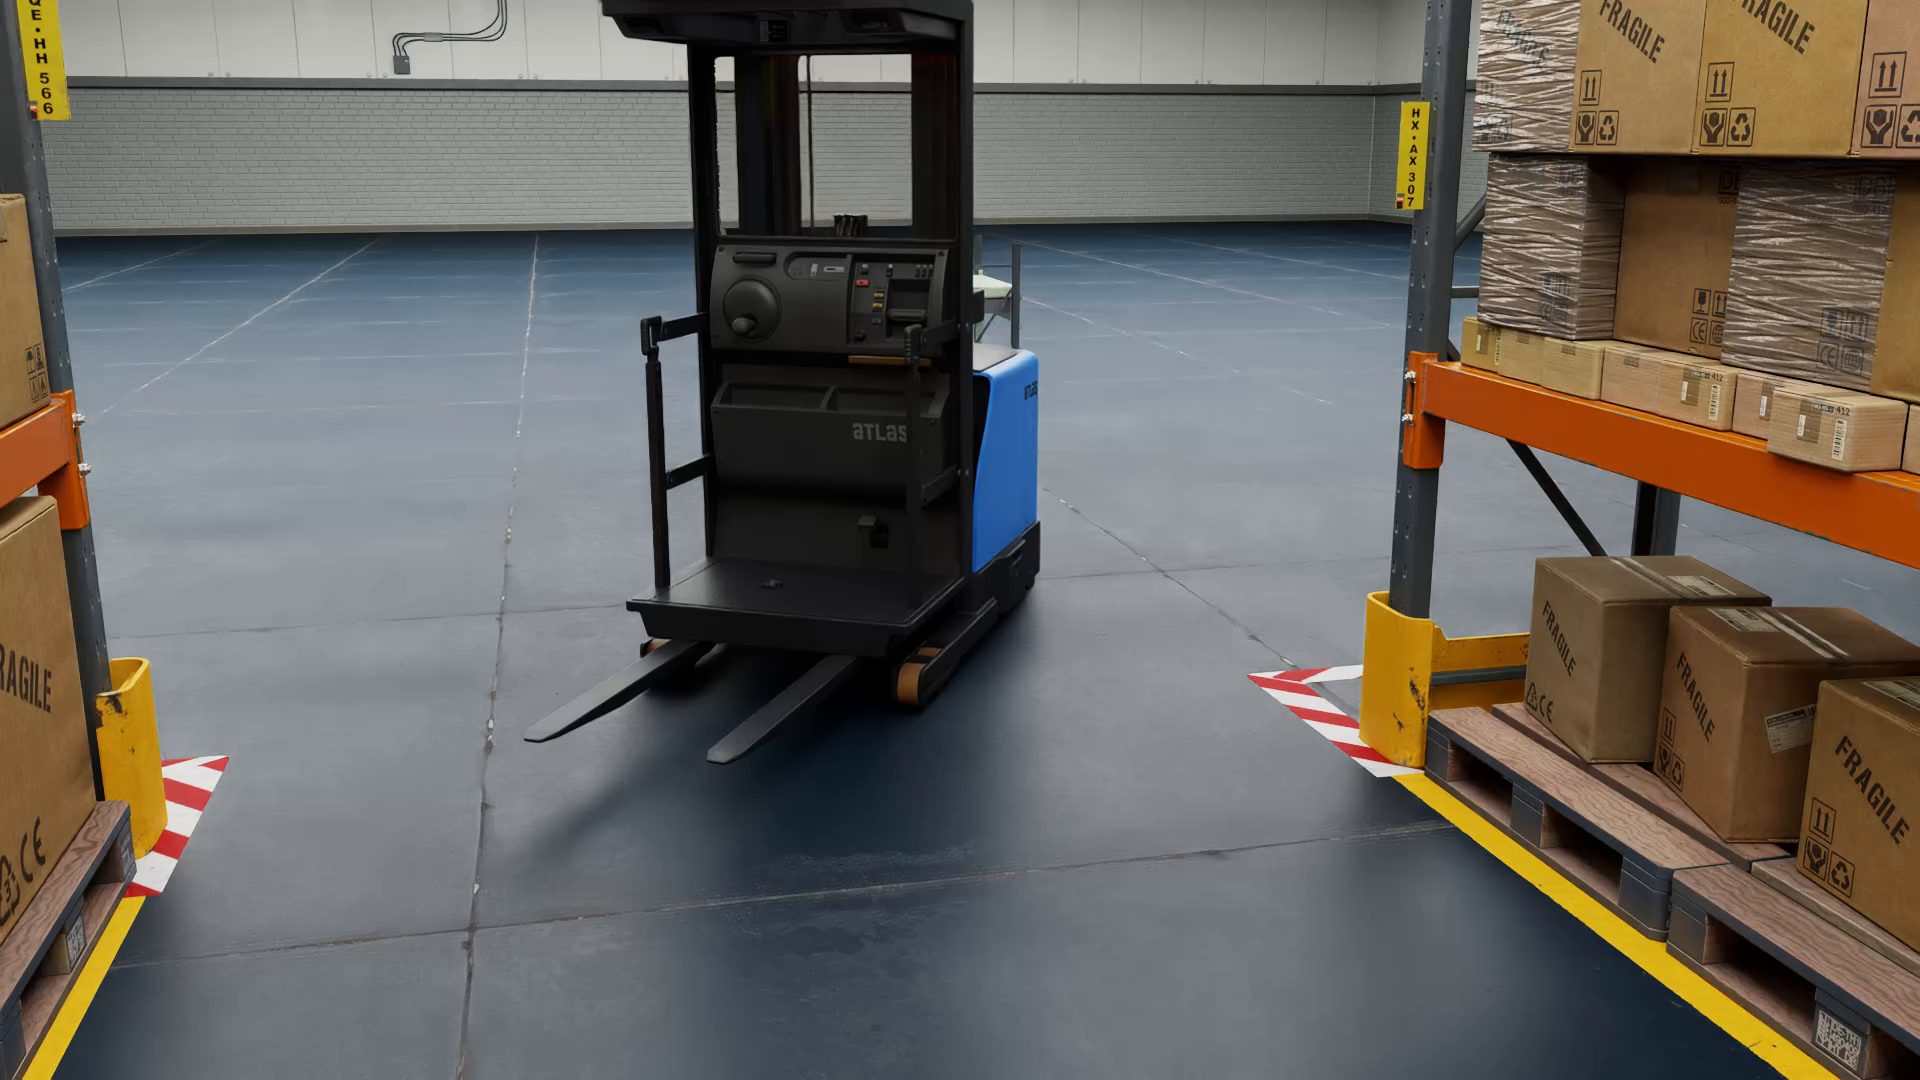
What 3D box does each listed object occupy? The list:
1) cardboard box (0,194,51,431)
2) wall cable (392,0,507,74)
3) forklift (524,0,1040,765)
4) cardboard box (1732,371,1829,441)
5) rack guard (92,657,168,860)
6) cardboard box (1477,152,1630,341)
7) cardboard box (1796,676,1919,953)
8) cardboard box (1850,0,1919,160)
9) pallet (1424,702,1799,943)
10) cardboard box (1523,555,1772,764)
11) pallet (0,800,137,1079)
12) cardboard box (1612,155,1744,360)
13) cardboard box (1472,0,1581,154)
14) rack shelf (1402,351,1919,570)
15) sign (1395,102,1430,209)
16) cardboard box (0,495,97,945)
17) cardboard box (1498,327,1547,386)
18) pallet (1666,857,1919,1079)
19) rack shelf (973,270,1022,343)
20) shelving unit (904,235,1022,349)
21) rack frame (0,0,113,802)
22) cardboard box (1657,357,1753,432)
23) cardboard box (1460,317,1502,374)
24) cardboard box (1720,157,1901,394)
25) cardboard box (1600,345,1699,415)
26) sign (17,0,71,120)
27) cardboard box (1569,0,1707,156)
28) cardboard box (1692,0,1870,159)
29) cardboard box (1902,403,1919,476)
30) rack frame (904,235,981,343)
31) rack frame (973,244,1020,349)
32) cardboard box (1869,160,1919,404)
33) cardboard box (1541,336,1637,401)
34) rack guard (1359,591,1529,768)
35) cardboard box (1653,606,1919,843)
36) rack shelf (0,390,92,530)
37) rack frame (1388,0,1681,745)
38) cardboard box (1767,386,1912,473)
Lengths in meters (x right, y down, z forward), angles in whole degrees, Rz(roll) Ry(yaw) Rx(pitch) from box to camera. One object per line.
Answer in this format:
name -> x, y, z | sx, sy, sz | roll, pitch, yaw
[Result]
cardboard box -> -2.776, -0.540, 4.002 | 0.875, 0.550, 0.550 | -3, 14, -13
wall cable -> -10.453, -12.529, 33.583 | 2.305, 6.003, 0.169 | -3, 14, -13
forklift -> -0.558, -0.925, 6.039 | 1.130, 2.935, 3.031 | 4, 14, 17
cardboard box -> 2.073, -0.315, 3.924 | 0.380, 0.149, 0.250 | -3, 14, -13
rack guard -> -2.913, 0.658, 4.679 | 1.175, 0.500, 0.348 | -3, 14, -13
cardboard box -> 2.040, -0.868, 4.823 | 0.875, 0.500, 0.500 | -3, 14, -13
cardboard box -> 2.370, 0.633, 3.897 | 0.500, 0.500, 0.500 | -2, 14, -8
cardboard box -> 2.154, -0.994, 3.232 | 0.500, 0.500, 0.500 | -3, 14, -13
pallet -> 2.112, 0.758, 4.880 | 1.003, 0.211, 1.213 | -3, 14, -13
cardboard box -> 2.068, 0.352, 5.049 | 0.500, 0.500, 0.500 | -1, 14, -3
pallet -> -2.644, 0.984, 3.954 | 1.003, 0.211, 1.213 | -3, 14, -13
cardboard box -> 2.274, -0.760, 4.378 | 0.875, 0.500, 0.500 | -3, 14, -13
cardboard box -> 1.802, -1.340, 4.649 | 0.500, 0.500, 0.500 | -3, 14, -13
rack shelf -> 2.407, 0.007, 3.593 | 1.077, 0.370, 4.000 | -3, 14, -13
sign -> 1.410, -1.194, 5.169 | 0.100, 0.325, 0.005 | -3, 14, -13
cardboard box -> -2.684, 0.430, 3.937 | 0.875, 0.875, 0.875 | -3, 14, -13
cardboard box -> 1.813, -0.544, 4.862 | 0.380, 0.149, 0.250 | -3, 14, -13
pallet -> 2.395, 1.039, 3.730 | 1.003, 0.211, 1.213 | -3, 14, -13
rack shelf -> -0.002, -1.109, 8.163 | 0.431, 0.370, 0.720 | -3, 14, -13
shelving unit -> -0.002, -0.730, 8.255 | 0.431, 1.500, 0.755 | -3, 14, -13
rack frame -> -2.908, -0.550, 4.360 | 1.000, 3.000, 0.127 | -3, 14, -13
cardboard box -> 1.987, -0.371, 4.153 | 0.380, 0.149, 0.250 | -3, 14, -13
cardboard box -> 1.773, -0.603, 5.102 | 0.380, 0.149, 0.250 | -3, 14, -13
cardboard box -> 2.349, -0.642, 3.897 | 0.875, 0.500, 0.500 | -3, 14, -13
cardboard box -> 1.936, -0.429, 4.391 | 0.380, 0.149, 0.250 | -3, 14, -13
sign -> -2.377, -1.255, 4.305 | 0.100, 0.325, 0.005 | -3, 14, -13
cardboard box -> 1.912, -1.225, 4.175 | 0.500, 0.500, 0.500 | -3, 14, -13
cardboard box -> 2.031, -1.109, 3.703 | 0.500, 0.500, 0.500 | -3, 14, -13
cardboard box -> 2.218, -0.201, 3.458 | 0.380, 0.149, 0.250 | -3, 14, -13
rack frame -> -0.088, -0.815, 8.601 | 0.400, 1.500, 0.023 | -3, 14, -13
rack frame -> 0.084, -0.646, 7.910 | 0.400, 1.500, 0.023 | -3, 14, -13
cardboard box -> 2.455, -0.526, 3.422 | 0.875, 0.500, 0.500 | -3, 14, -13
cardboard box -> 1.857, -0.485, 4.622 | 0.380, 0.149, 0.250 | -3, 14, -13
rack guard -> 1.955, 0.428, 5.621 | 1.175, 0.500, 0.348 | -3, 14, -13
cardboard box -> 2.241, 0.488, 4.493 | 0.500, 0.500, 0.500 | 0, 14, 2
rack shelf -> -2.438, 0.260, 2.557 | 1.077, 0.370, 4.000 | -3, 14, -13
rack frame -> 1.937, -0.804, 5.396 | 1.000, 3.000, 0.127 | -3, 14, -13
cardboard box -> 2.031, -0.251, 3.664 | 0.380, 0.149, 0.250 | -3, 14, -13
